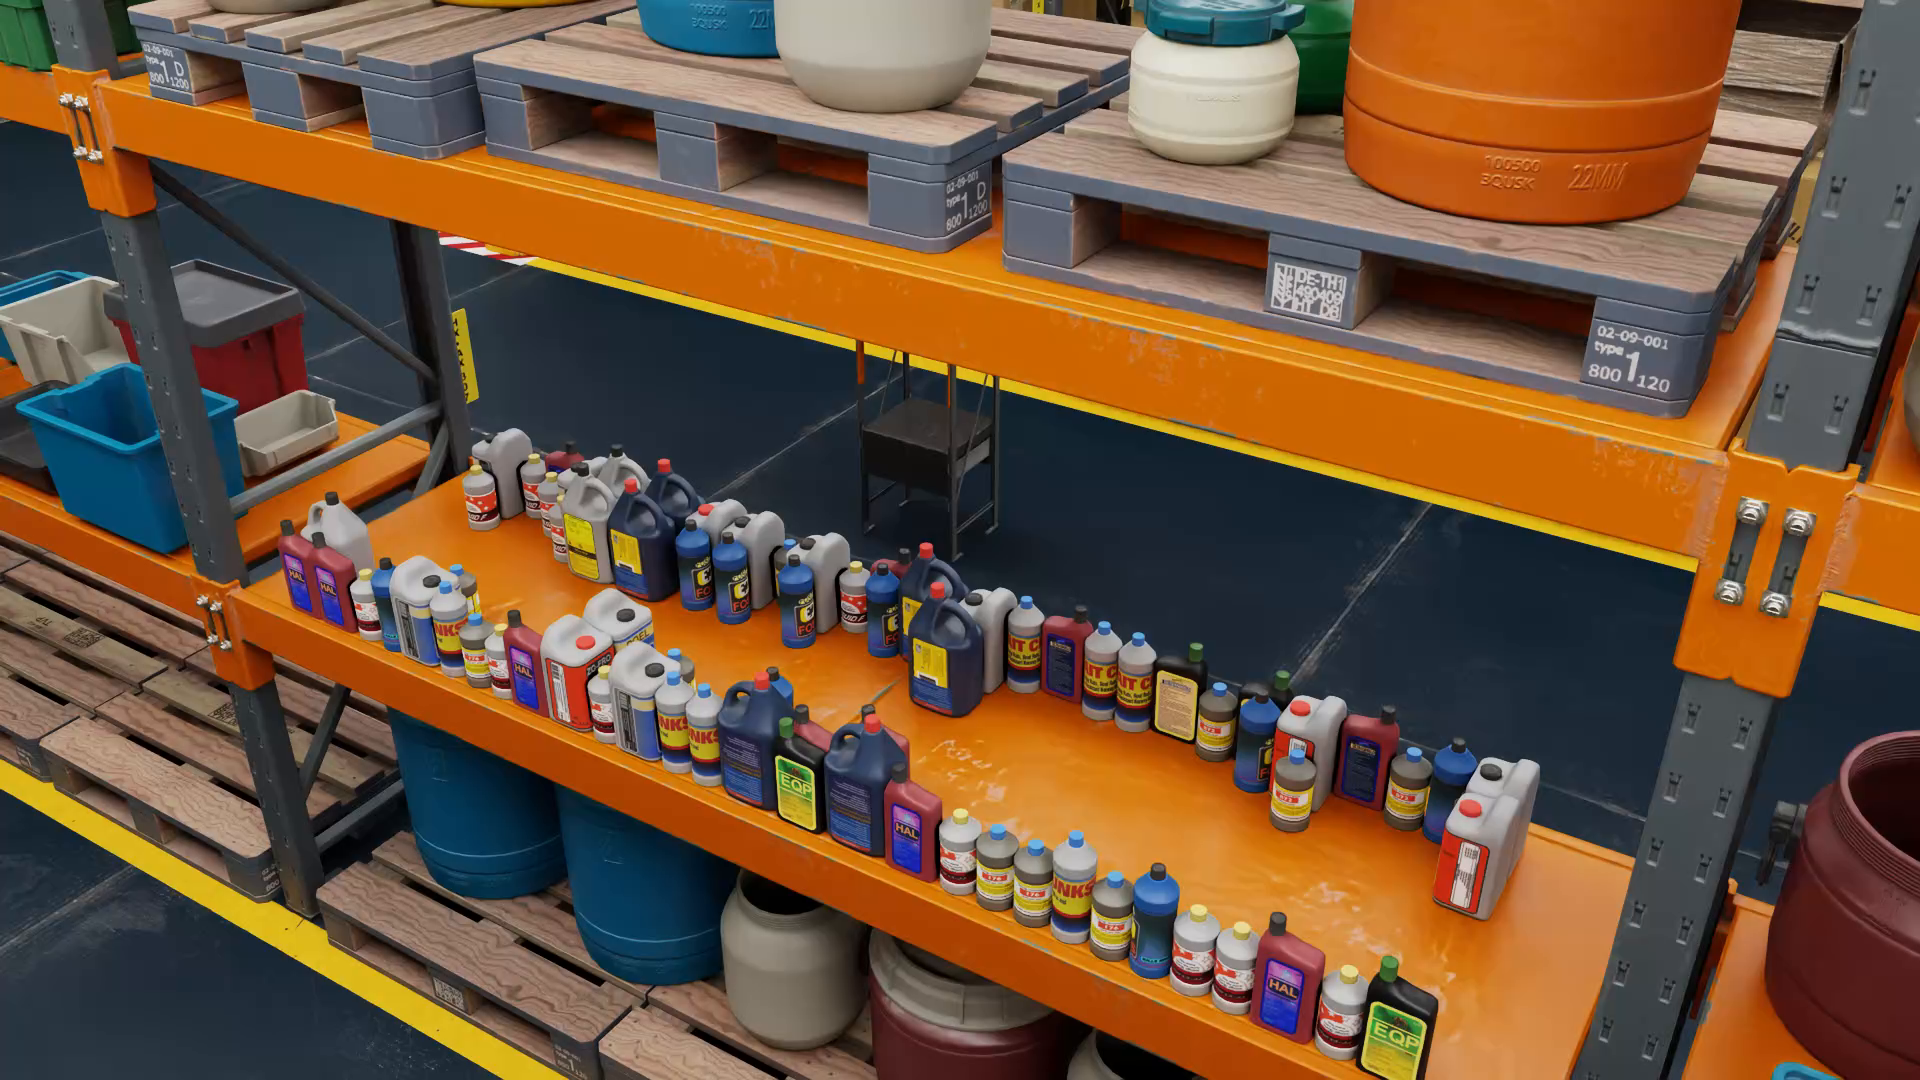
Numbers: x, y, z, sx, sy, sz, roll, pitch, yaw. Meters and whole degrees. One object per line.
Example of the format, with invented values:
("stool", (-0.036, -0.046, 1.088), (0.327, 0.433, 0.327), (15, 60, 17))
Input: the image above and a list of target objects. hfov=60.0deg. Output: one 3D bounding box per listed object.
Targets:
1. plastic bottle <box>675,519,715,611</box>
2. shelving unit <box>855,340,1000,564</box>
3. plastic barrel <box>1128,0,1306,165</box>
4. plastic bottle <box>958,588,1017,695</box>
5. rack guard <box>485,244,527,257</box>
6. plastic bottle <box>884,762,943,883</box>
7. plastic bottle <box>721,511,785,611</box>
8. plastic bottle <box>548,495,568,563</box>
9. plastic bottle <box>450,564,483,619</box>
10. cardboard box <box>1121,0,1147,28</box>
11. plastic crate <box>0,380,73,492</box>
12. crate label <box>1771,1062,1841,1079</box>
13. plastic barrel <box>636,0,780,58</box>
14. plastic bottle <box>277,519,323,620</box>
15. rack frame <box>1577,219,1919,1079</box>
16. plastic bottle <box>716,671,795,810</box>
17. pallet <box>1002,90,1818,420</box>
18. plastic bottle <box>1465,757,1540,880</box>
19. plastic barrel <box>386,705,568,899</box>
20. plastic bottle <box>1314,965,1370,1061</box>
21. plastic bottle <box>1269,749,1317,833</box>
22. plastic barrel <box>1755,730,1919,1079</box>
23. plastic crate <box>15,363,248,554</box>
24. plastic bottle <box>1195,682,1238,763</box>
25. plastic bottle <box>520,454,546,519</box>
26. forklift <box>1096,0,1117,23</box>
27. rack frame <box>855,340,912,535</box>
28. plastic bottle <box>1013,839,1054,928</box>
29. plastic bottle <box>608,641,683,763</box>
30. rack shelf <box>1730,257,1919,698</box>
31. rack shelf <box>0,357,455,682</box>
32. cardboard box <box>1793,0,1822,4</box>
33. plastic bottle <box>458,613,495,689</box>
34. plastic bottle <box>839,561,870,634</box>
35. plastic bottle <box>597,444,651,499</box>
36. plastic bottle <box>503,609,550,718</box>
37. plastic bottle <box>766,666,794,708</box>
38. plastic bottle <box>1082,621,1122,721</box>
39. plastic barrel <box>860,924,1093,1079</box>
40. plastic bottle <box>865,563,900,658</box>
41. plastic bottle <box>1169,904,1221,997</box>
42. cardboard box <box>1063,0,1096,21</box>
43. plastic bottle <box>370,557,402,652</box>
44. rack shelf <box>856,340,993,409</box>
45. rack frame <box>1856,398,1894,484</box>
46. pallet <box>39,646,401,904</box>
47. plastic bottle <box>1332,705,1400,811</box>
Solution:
("plastic bottle", (-0.765, 0.065, 4.789), (0.097, 0.271, 0.097), (0, 30, 0))
("shelving unit", (-0.140, -0.951, 7.297), (0.503, 2.100, 0.431), (18, 35, 27))
("plastic barrel", (0.445, -0.820, 2.922), (0.301, 0.262, 0.301), (0, 30, 0))
("plastic bottle", (0.062, 0.250, 4.467), (0.135, 0.276, 0.152), (18, 35, 27))
("rack guard", (-2.732, -2.362, 11.302), (0.348, 0.500, 1.175), (18, 35, 27))
("plastic bottle", (-0.106, 0.640, 3.792), (0.133, 0.283, 0.061), (18, 35, 27))
("plastic bottle", (-0.600, 0.041, 4.826), (0.135, 0.276, 0.152), (18, 35, 27))
("plastic bottle", (-1.192, -0.040, 5.039), (0.097, 0.201, 0.097), (0, 30, 0))
("plastic bottle", (-1.407, 0.163, 4.691), (0.097, 0.201, 0.097), (0, 30, 0))
("cardboard box", (1.222, -2.672, 8.259), (0.637, 0.503, 0.797), (17, 34, 26))
("plastic crate", (-3.047, -0.342, 5.572), (0.590, 0.125, 0.437), (18, 35, 27))
("crate label", (1.589, 1.167, 2.938), (0.416, 0.233, 0.303), (18, 35, 27))
("plastic barrel", (-0.430, -1.551, 3.541), (0.708, 0.901, 0.600), (18, 35, 27))
("plastic bottle", (-1.873, 0.081, 4.749), (0.133, 0.283, 0.061), (18, 35, 27))
("rack frame", (1.431, 0.822, 3.364), (0.127, 3.000, 1.000), (18, 35, 27))
("plastic bottle", (-0.488, 0.465, 4.024), (0.185, 0.351, 0.144), (18, 35, 27))
("pallet", (0.836, -0.638, 3.078), (1.213, 0.211, 1.003), (18, 35, 27))
("plastic bottle", (1.237, 0.622, 3.830), (0.135, 0.276, 0.152), (18, 35, 27))
("plastic barrel", (-1.505, 0.629, 5.361), (0.708, 0.901, 0.600), (18, 35, 27))
("plastic bottle", (0.774, 0.943, 3.354), (0.097, 0.201, 0.097), (0, 30, 0))
("plastic bottle", (0.794, 0.588, 3.962), (0.097, 0.201, 0.097), (0, 30, 0))
("plastic barrel", (1.986, 0.759, 3.338), (0.708, 0.536, 0.600), (18, 35, 27))
("plastic crate", (-2.533, -0.248, 5.154), (0.575, 0.384, 0.392), (18, 35, 27))
("plastic bottle", (0.648, 0.452, 4.196), (0.097, 0.201, 0.097), (0, 30, 0))
("plastic bottle", (-1.338, -0.176, 5.273), (0.097, 0.201, 0.097), (0, 30, 0))
("forklift", (1.623, -3.456, 10.766), (3.031, 2.935, 1.130), (17, 34, 27))
("rack frame", (-0.347, -1.017, 7.409), (0.015, 2.100, 0.400), (18, 35, 27))
("plastic bottle", (0.166, 0.751, 3.683), (0.097, 0.201, 0.097), (0, 30, 0))
("plastic bottle", (-0.786, 0.401, 4.209), (0.135, 0.276, 0.152), (18, 35, 27))
("rack shelf", (3.125, 0.373, 1.871), (4.000, 0.370, 1.077), (18, 35, 27))
("rack shelf", (-3.650, -0.474, 6.300), (4.000, 0.370, 1.077), (18, 35, 27))
("cardboard box", (5.488, -3.595, 10.768), (0.250, 0.149, 0.380), (17, 34, 27))
("plastic bottle", (-1.291, 0.290, 4.473), (0.097, 0.201, 0.097), (0, 30, 0))
("plastic bottle", (-0.291, 0.155, 4.705), (0.097, 0.201, 0.097), (0, 30, 0))
("plastic bottle", (-1.004, -0.121, 5.030), (0.185, 0.351, 0.144), (18, 35, 27))
("plastic bottle", (-1.120, 0.319, 4.342), (0.133, 0.283, 0.061), (18, 35, 27))
("plastic bottle", (-0.461, 0.436, 4.153), (0.097, 0.271, 0.097), (0, 30, 0))
("plastic bottle", (0.370, 0.334, 4.329), (0.097, 0.271, 0.097), (0, 30, 0))
("plastic barrel", (0.052, 1.256, 4.596), (0.708, 0.588, 0.600), (18, 35, 27))
("plastic bottle", (-0.210, 0.186, 4.582), (0.097, 0.271, 0.097), (0, 30, 0))
("plastic bottle", (0.496, 0.855, 3.504), (0.097, 0.201, 0.097), (0, 30, 0))
("cardboard box", (0.407, -2.988, 9.005), (0.500, 0.500, 0.500), (18, 35, 27))
("plastic bottle", (-1.570, 0.172, 4.607), (0.097, 0.271, 0.097), (0, 30, 0))
("rack shelf", (-0.140, -0.940, 7.304), (0.480, 0.518, 0.431), (18, 35, 27))
("rack frame", (4.065, -1.292, 6.987), (0.127, 3.000, 1.000), (18, 35, 27))
("pallet", (-2.600, 0.775, 6.213), (1.213, 0.211, 1.003), (18, 35, 27))
("plastic bottle", (0.983, 0.511, 4.013), (0.133, 0.283, 0.061), (18, 35, 27))
